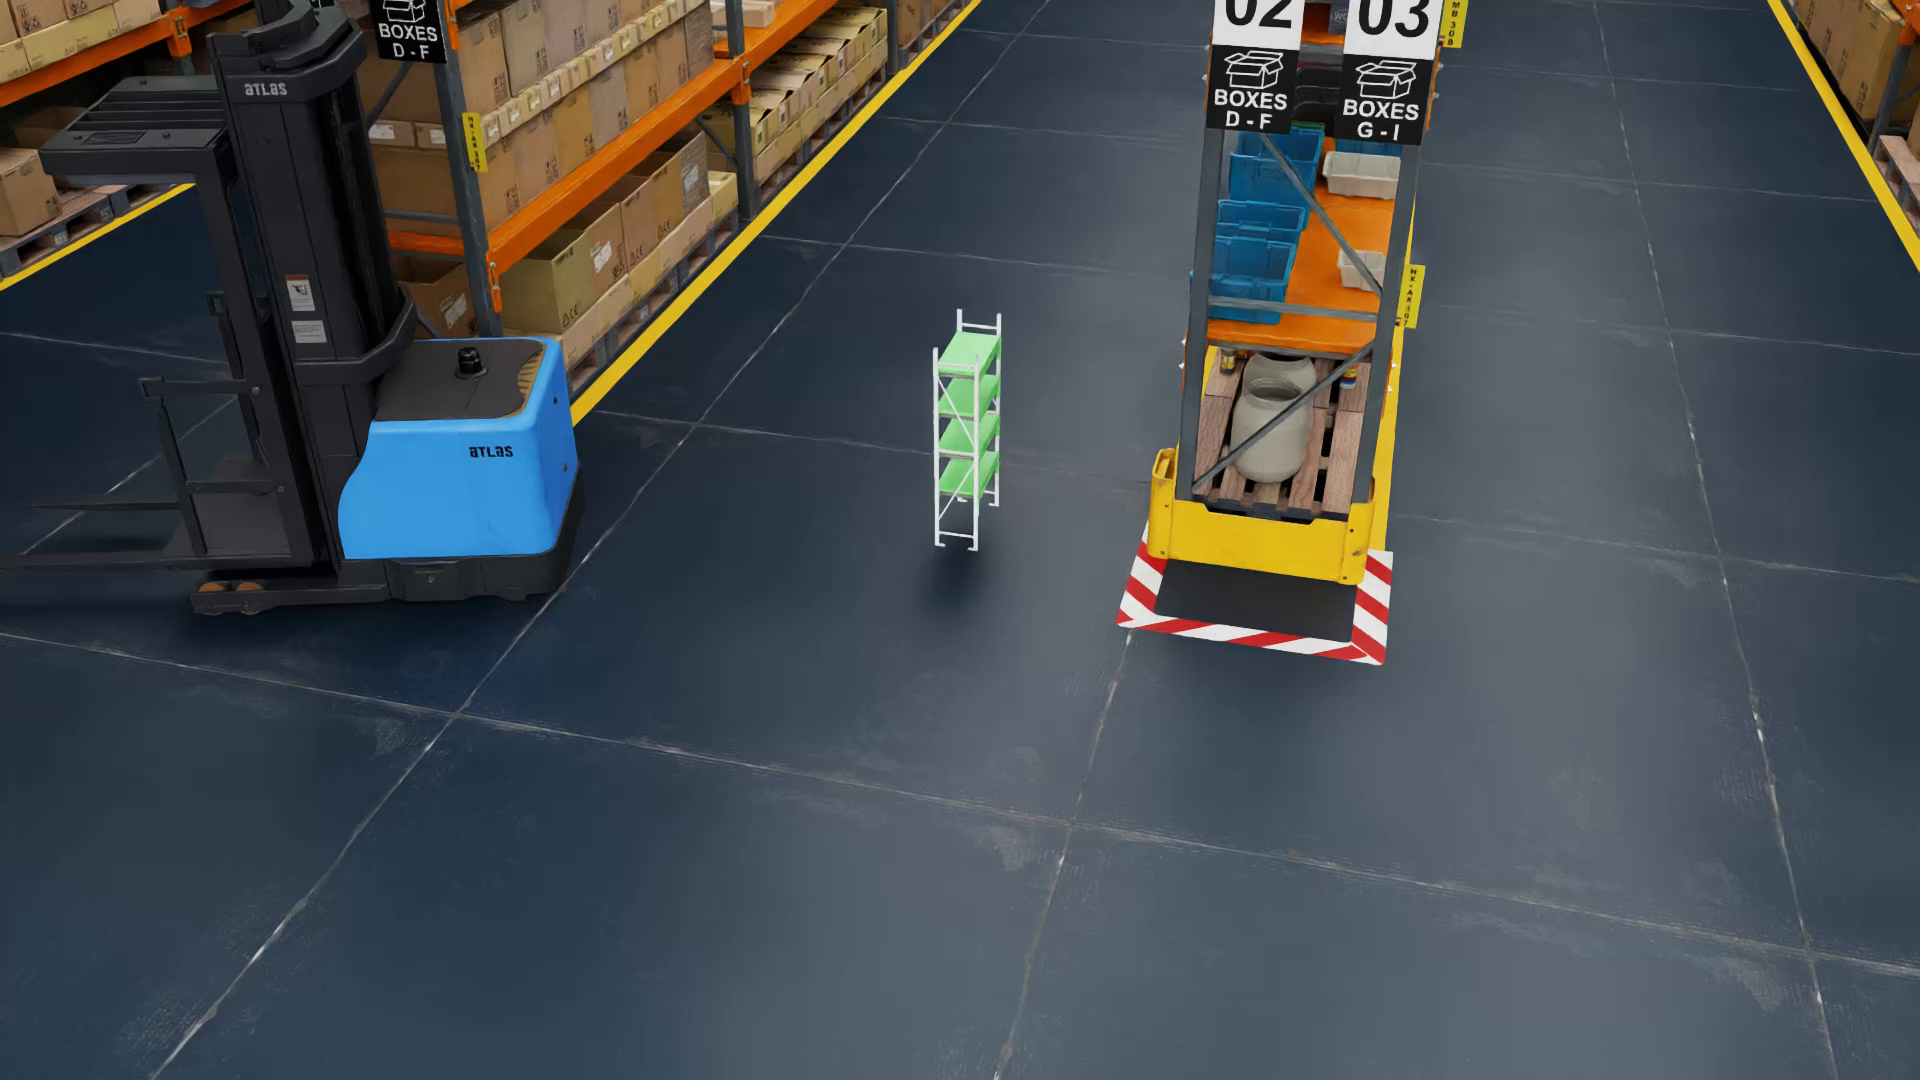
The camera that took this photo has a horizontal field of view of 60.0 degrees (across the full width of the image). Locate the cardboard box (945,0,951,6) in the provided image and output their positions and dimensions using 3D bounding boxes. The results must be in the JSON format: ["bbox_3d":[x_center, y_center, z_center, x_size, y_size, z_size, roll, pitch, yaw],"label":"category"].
[{"bbox_3d":[-0.333,-6.100,17.969,0.500,0.500,0.500,7,33,11],"label":"cardboard box"}]

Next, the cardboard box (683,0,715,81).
[{"bbox_3d":[-2.233,-3.704,12.187,0.700,0.500,0.500,7,33,11],"label":"cardboard box"}]

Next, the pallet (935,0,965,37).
[{"bbox_3d":[-0.574,-5.805,18.184,1.003,0.211,1.213,8,33,12],"label":"pallet"}]

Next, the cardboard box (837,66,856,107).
[{"bbox_3d":[-1.267,-4.150,15.154,0.500,0.250,0.500,9,33,13],"label":"cardboard box"}]

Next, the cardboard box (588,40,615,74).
[{"bbox_3d":[-2.443,-3.105,10.640,0.380,0.149,0.250,8,33,13],"label":"cardboard box"}]

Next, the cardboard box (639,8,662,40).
[{"bbox_3d":[-2.248,-3.510,11.278,0.380,0.149,0.250,8,33,12],"label":"cardboard box"}]

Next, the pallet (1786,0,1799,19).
[{"bbox_3d":[9.753,-5.901,18.335,1.003,0.211,1.213,8,33,12],"label":"pallet"}]

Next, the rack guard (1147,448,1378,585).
[{"bbox_3d":[1.622,-0.132,8.991,1.175,0.500,0.348,8,33,12],"label":"rack guard"}]

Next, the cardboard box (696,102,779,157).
[{"bbox_3d":[-1.781,-3.327,13.336,0.500,0.311,0.500,8,33,13],"label":"cardboard box"}]

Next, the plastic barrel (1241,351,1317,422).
[{"bbox_3d":[1.869,-0.880,9.766,0.421,0.512,0.421,0,32,0],"label":"plastic barrel"}]

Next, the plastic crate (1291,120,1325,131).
[{"bbox_3d":[2.046,-2.461,10.522,0.450,0.188,0.662,8,33,12],"label":"plastic crate"}]

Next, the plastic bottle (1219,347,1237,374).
[{"bbox_3d":[1.690,-1.158,10.474,0.097,0.201,0.097,0,32,0],"label":"plastic bottle"}]

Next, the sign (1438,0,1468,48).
[{"bbox_3d":[2.179,-2.333,7.320,0.100,0.325,0.005,8,33,12],"label":"sign"}]

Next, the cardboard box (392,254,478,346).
[{"bbox_3d":[-3.294,-1.469,10.237,0.500,0.500,0.500,8,33,12],"label":"cardboard box"}]

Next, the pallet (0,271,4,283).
[{"bbox_3d":[-7.675,-1.769,11.836,1.003,0.211,1.213,8,33,12],"label":"pallet"}]

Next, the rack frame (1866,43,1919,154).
[{"bbox_3d":[8.469,-4.618,13.718,1.000,3.000,0.127,8,33,12],"label":"rack frame"}]

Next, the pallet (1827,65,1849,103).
[{"bbox_3d":[9.054,-4.471,16.086,1.003,0.211,1.213,8,33,12],"label":"pallet"}]

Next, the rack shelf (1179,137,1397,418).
[{"bbox_3d":[2.156,-1.875,10.074,1.077,0.370,4.000,8,33,12],"label":"rack shelf"}]

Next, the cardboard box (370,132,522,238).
[{"bbox_3d":[-3.011,-2.100,9.664,0.700,0.500,0.500,8,33,12],"label":"cardboard box"}]

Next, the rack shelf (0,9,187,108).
[{"bbox_3d":[-7.427,-3.224,12.195,1.077,0.370,4.000,8,33,12],"label":"rack shelf"}]

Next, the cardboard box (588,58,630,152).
[{"bbox_3d":[-2.621,-2.903,10.928,0.700,0.500,0.500,9,34,14],"label":"cardboard box"}]

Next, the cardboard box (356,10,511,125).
[{"bbox_3d":[-2.998,-2.675,9.359,0.700,0.500,0.500,8,33,13],"label":"cardboard box"}]

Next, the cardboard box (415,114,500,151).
[{"bbox_3d":[-2.834,-2.307,9.385,0.380,0.149,0.250,8,33,12],"label":"cardboard box"}]

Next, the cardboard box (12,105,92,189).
[{"bbox_3d":[-7.144,-3.152,13.332,0.500,0.500,0.500,6,33,9],"label":"cardboard box"}]

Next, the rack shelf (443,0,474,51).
[{"bbox_3d":[-2.634,-3.817,10.333,1.077,0.370,4.000,8,33,12],"label":"rack shelf"}]

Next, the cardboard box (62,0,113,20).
[{"bbox_3d":[-6.861,-4.279,12.608,0.500,0.500,0.500,8,33,12],"label":"cardboard box"}]

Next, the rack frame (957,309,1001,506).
[{"bbox_3d":[0.104,-0.719,9.262,0.240,1.200,0.015,8,33,12],"label":"rack frame"}]

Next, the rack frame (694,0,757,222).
[{"bbox_3d":[-2.127,-3.893,12.577,1.000,3.000,0.127,8,33,12],"label":"rack frame"}]

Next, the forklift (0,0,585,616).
[{"bbox_3d":[-3.626,-1.137,8.306,3.031,2.935,1.130,-2,32,-2],"label":"forklift"}]

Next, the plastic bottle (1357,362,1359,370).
[{"bbox_3d":[2.485,-1.193,10.453,0.061,0.283,0.133,9,33,13],"label":"plastic bottle"}]

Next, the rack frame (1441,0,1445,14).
[{"bbox_3d":[1.648,-3.672,6.639,1.000,3.000,0.127,8,33,12],"label":"rack frame"}]

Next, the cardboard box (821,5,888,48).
[{"bbox_3d":[-1.006,-4.916,15.837,0.500,0.311,0.500,9,34,14],"label":"cardboard box"}]

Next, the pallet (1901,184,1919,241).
[{"bbox_3d":[7.958,-2.404,12.835,1.003,0.211,1.213,8,33,12],"label":"pallet"}]

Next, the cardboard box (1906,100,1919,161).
[{"bbox_3d":[8.319,-3.398,13.719,0.700,0.500,0.500,6,33,10],"label":"cardboard box"}]

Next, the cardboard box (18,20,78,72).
[{"bbox_3d":[-6.993,-3.703,12.400,0.500,0.250,0.500,8,33,12],"label":"cardboard box"}]

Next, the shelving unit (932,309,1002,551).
[{"bbox_3d":[0.042,-0.592,9.063,0.258,1.200,0.503,8,33,12],"label":"shelving unit"}]

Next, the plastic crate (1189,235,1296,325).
[{"bbox_3d":[1.486,-1.378,8.761,0.499,0.251,0.616,8,33,12],"label":"plastic crate"}]

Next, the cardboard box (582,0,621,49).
[{"bbox_3d":[-2.615,-3.470,10.610,0.700,0.500,0.500,8,33,12],"label":"cardboard box"}]

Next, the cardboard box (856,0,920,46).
[{"bbox_3d":[-0.720,-5.296,16.705,0.500,0.500,0.500,9,34,14],"label":"cardboard box"}]

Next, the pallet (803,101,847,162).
[{"bbox_3d":[-1.670,-3.739,14.934,1.003,0.211,1.213,8,33,12],"label":"pallet"}]

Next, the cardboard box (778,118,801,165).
[{"bbox_3d":[-1.654,-3.350,13.895,0.500,0.250,0.500,9,33,14],"label":"cardboard box"}]

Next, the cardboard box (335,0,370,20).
[{"bbox_3d":[-6.280,-5.139,16.458,0.700,0.500,0.500,8,33,12],"label":"cardboard box"}]

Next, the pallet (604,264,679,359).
[{"bbox_3d":[-2.677,-1.674,11.686,1.003,0.211,1.213,8,33,12],"label":"pallet"}]

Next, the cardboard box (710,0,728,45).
[{"bbox_3d":[-2.044,-4.091,13.029,0.500,0.250,0.500,10,34,15],"label":"cardboard box"}]

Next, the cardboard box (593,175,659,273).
[{"bbox_3d":[-2.407,-2.176,11.350,0.500,0.500,0.500,8,33,12],"label":"cardboard box"}]

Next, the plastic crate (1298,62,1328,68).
[{"bbox_3d":[2.490,-3.536,11.957,0.402,0.464,0.583,8,33,12],"label":"plastic crate"}]

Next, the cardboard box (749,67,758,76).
[{"bbox_3d":[-2.046,-3.925,14.277,0.500,0.311,0.500,8,33,12],"label":"cardboard box"}]

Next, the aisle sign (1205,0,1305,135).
[{"bbox_3d":[1.343,-2.241,7.556,0.394,0.787,0.004,8,33,12],"label":"aisle sign"}]

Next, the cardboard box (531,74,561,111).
[{"bbox_3d":[-2.639,-2.704,10.010,0.380,0.149,0.250,8,33,12],"label":"cardboard box"}]

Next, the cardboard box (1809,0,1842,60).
[{"bbox_3d":[9.116,-5.175,16.184,1.225,0.875,0.875,7,33,11],"label":"cardboard box"}]

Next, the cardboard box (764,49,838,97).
[{"bbox_3d":[-1.392,-4.125,14.591,0.500,0.311,0.500,9,34,14],"label":"cardboard box"}]

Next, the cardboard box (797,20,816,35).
[{"bbox_3d":[-1.654,-4.716,15.522,0.500,0.311,0.500,7,33,11],"label":"cardboard box"}]

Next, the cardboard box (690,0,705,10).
[{"bbox_3d":[-2.053,-3.910,11.907,0.380,0.149,0.250,7,33,11],"label":"cardboard box"}]

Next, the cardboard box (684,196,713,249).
[{"bbox_3d":[-2.169,-2.381,12.371,0.500,0.250,0.500,8,33,12],"label":"cardboard box"}]

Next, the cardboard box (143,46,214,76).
[{"bbox_3d":[-6.748,-4.080,14.792,0.700,0.500,0.500,9,34,14],"label":"cardboard box"}]

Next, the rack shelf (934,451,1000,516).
[{"bbox_3d":[0.042,-0.336,9.226,0.258,0.148,0.480,8,33,12],"label":"rack shelf"}]

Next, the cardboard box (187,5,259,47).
[{"bbox_3d":[-6.640,-4.626,14.951,0.500,0.250,0.500,7,33,11],"label":"cardboard box"}]

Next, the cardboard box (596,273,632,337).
[{"bbox_3d":[-2.540,-1.601,11.144,0.500,0.250,0.500,8,33,12],"label":"cardboard box"}]
